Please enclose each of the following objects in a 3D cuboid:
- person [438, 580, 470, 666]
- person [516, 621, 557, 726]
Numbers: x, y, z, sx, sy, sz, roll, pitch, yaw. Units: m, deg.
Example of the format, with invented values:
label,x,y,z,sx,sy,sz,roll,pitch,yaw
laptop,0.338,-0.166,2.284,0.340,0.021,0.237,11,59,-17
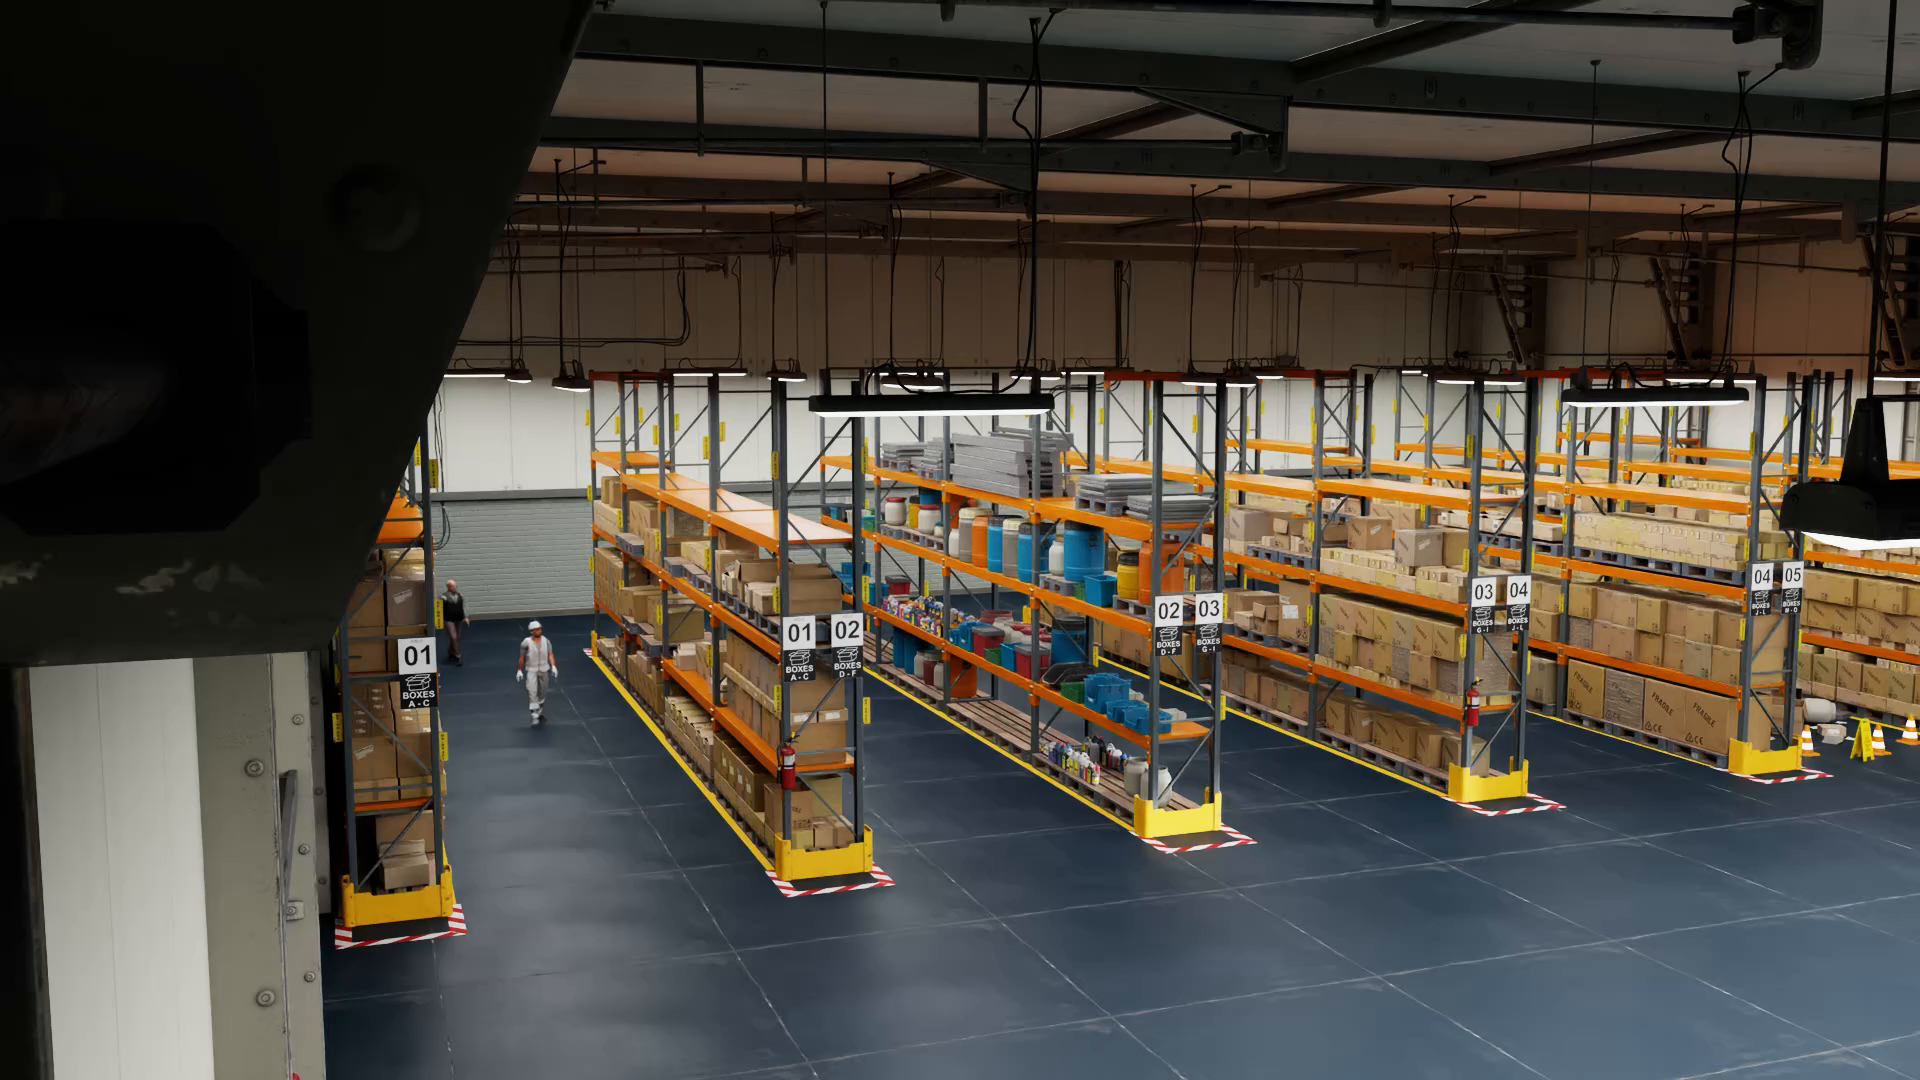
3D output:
label,x,y,z,sx,sy,sz,roll,pitch,yaw
person,-10.368,1.677,34.136,0.612,1.681,0.947,-6,9,-44
person,-7.260,2.255,28.551,0.656,1.721,1.050,-3,7,-25
